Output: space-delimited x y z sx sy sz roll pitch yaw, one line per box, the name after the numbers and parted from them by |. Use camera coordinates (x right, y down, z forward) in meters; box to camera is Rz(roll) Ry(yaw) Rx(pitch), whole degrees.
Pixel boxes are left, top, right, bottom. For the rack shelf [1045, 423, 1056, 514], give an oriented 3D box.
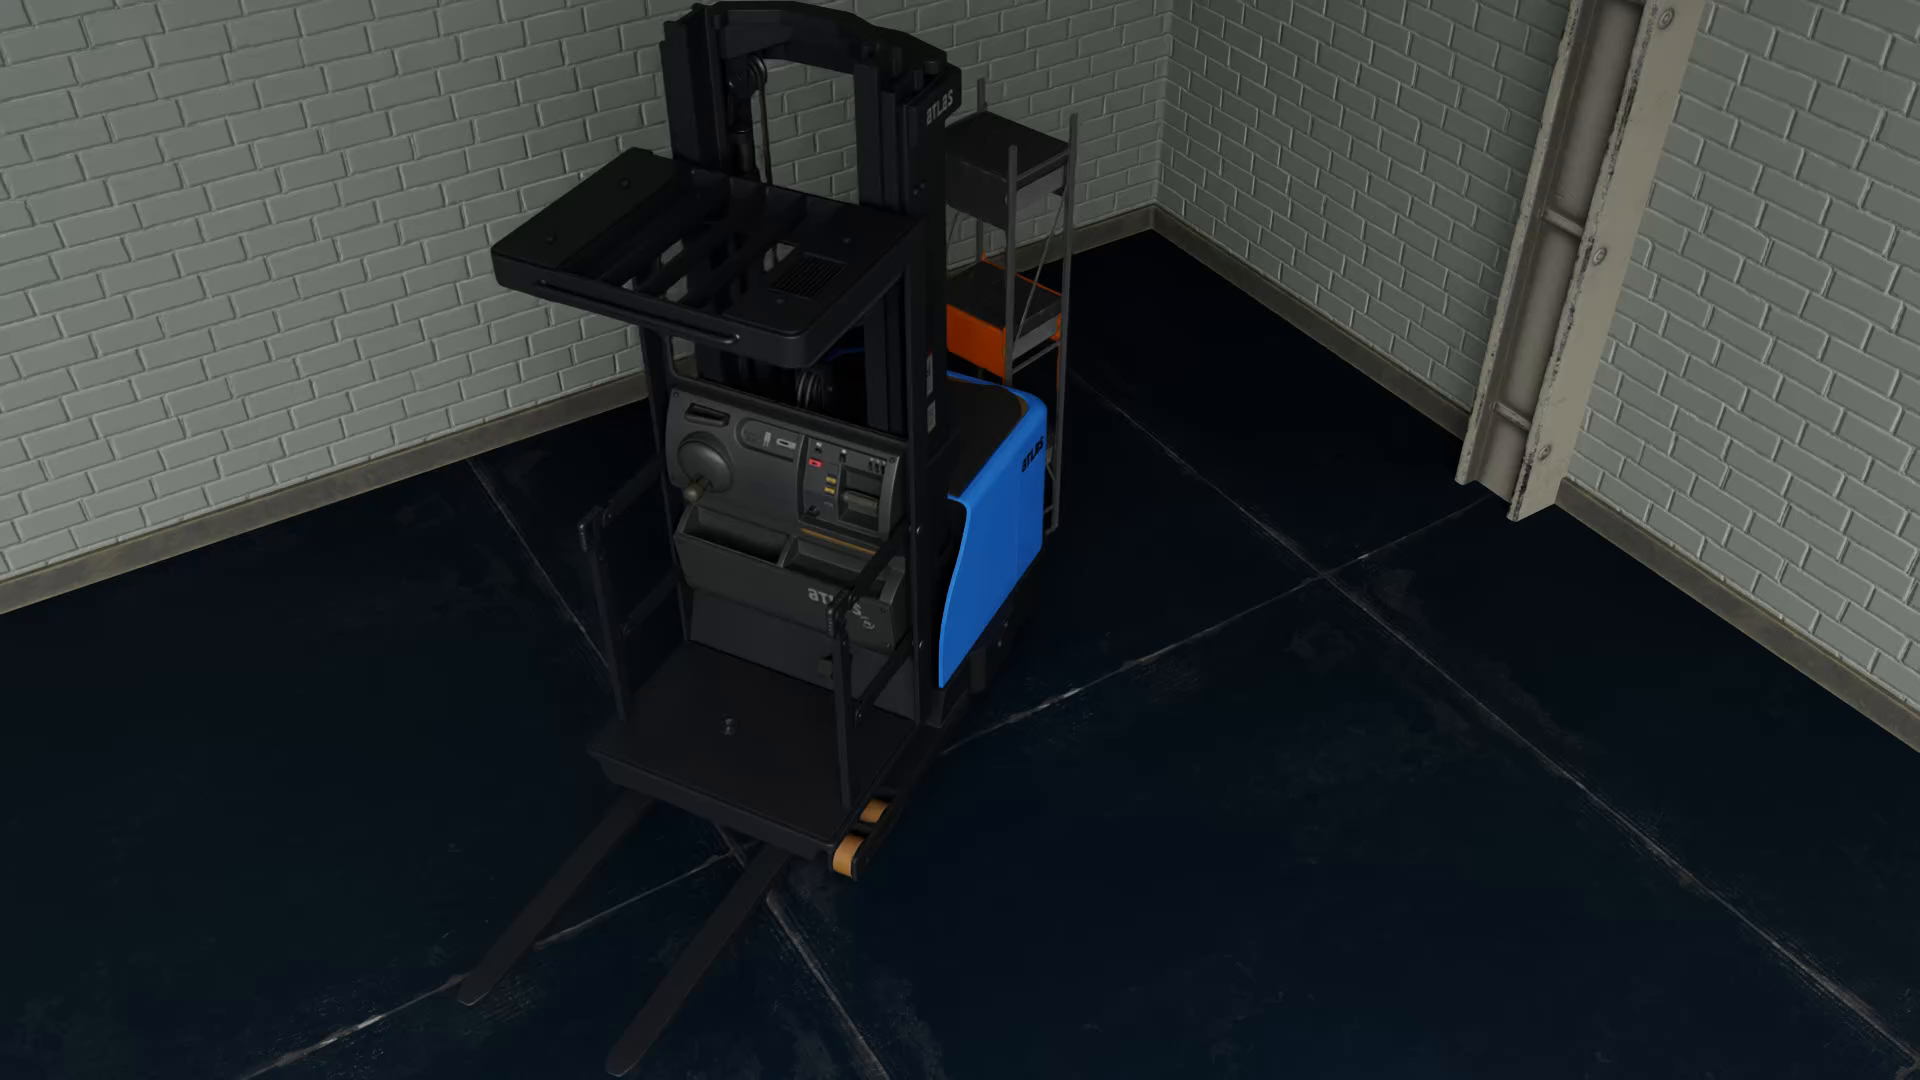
0.145 -0.336 7.688 0.480 0.518 0.431 30 48 31 | rack shelf

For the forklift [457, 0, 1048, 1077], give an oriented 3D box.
-0.729 -0.181 5.738 1.130 2.935 3.031 18 43 20 | forklift

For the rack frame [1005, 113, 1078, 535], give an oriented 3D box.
0.326 -0.779 7.105 0.015 2.100 0.400 30 48 31 | rack frame

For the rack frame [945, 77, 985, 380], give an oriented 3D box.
-0.036 -0.989 7.357 0.015 2.100 0.400 30 48 31 | rack frame

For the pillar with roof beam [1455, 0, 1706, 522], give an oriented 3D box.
-0.968 -2.220 3.445 9.100 9.000 0.400 -22 45 -24 | pillar with roof beam

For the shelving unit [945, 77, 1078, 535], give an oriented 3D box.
0.145 -0.884 7.231 0.503 2.100 0.431 30 48 31 | shelving unit

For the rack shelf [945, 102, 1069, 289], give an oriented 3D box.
0.145 -1.412 6.792 0.480 0.518 0.431 30 48 31 | rack shelf

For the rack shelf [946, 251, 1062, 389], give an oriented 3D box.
0.145 -0.874 7.240 0.480 0.518 0.431 30 48 31 | rack shelf
